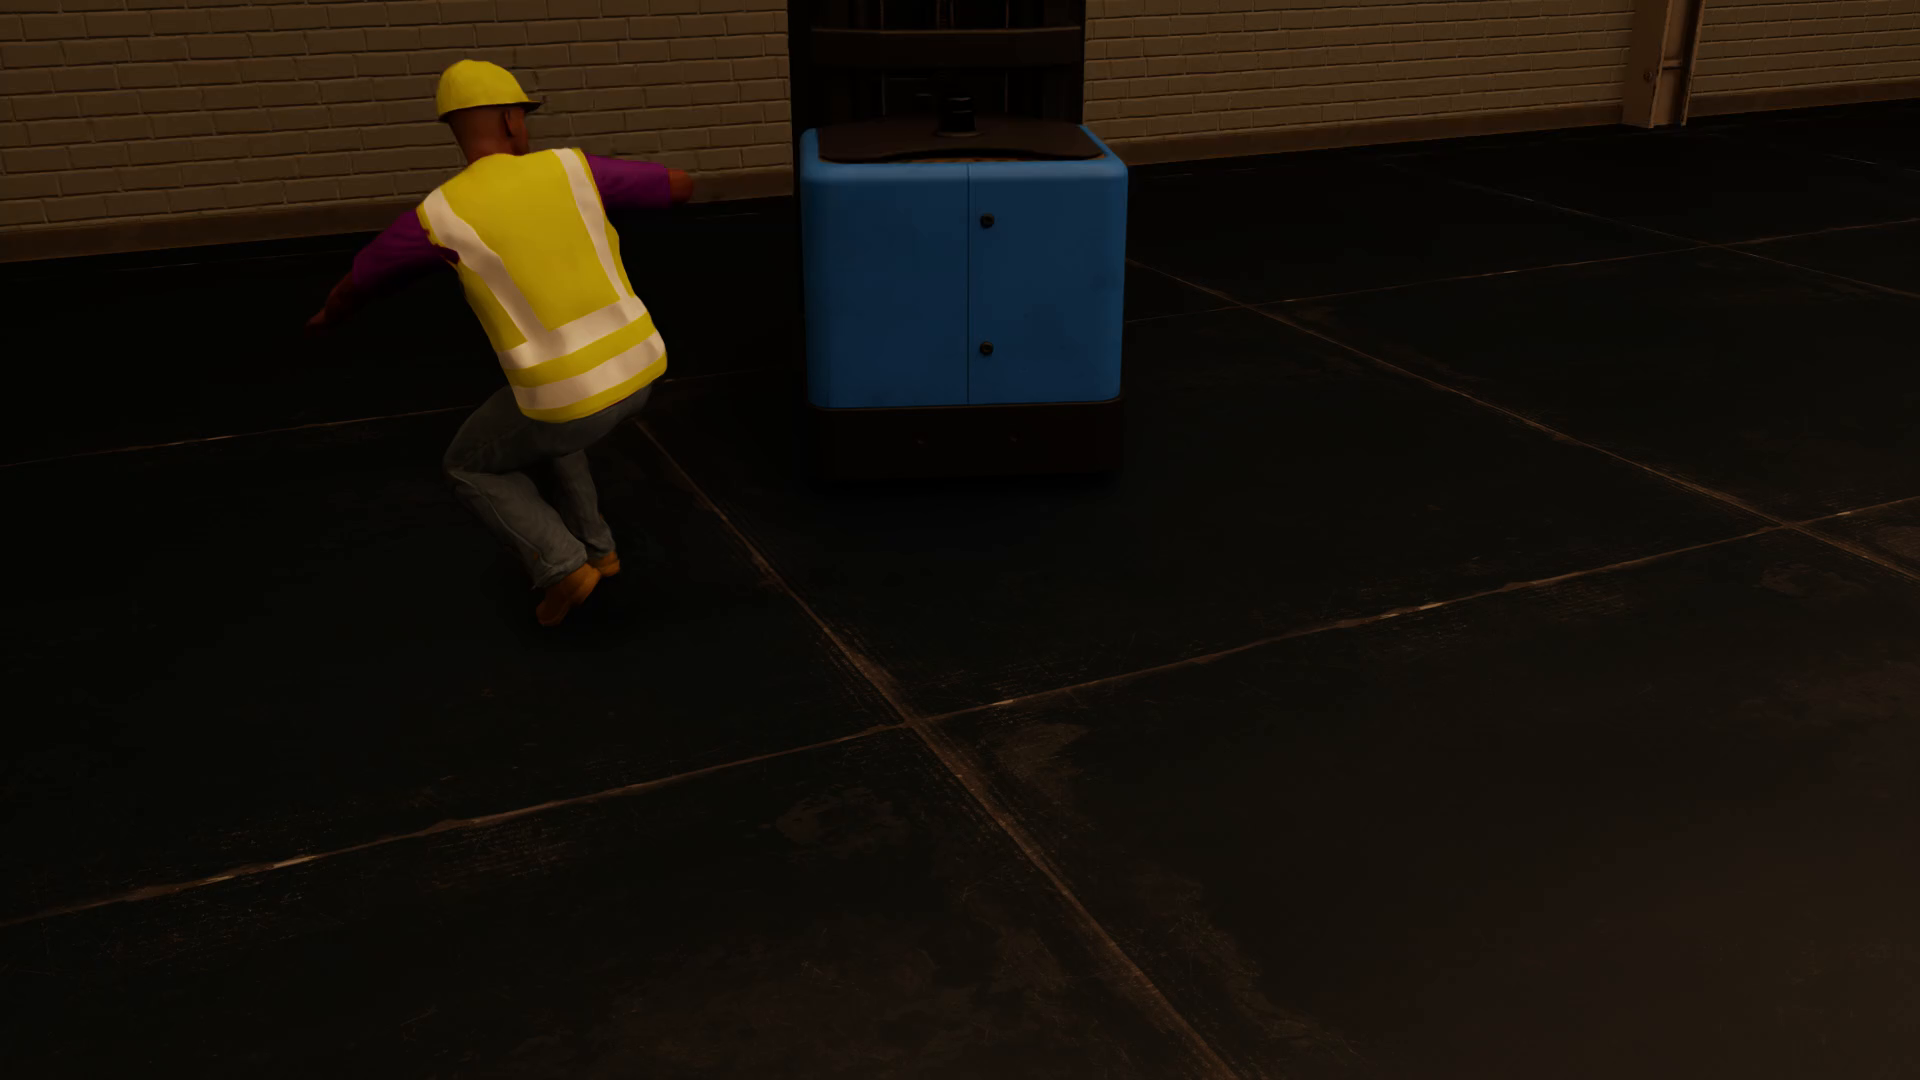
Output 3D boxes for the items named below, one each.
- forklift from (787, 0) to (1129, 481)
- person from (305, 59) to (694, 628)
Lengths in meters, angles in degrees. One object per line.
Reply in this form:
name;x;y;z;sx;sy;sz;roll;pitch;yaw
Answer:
forklift;-0.108;-2.072;6.274;1.130;2.935;3.031;-2;23;-5
person;-1.210;-0.550;4.518;0.992;1.479;0.837;18;29;37
